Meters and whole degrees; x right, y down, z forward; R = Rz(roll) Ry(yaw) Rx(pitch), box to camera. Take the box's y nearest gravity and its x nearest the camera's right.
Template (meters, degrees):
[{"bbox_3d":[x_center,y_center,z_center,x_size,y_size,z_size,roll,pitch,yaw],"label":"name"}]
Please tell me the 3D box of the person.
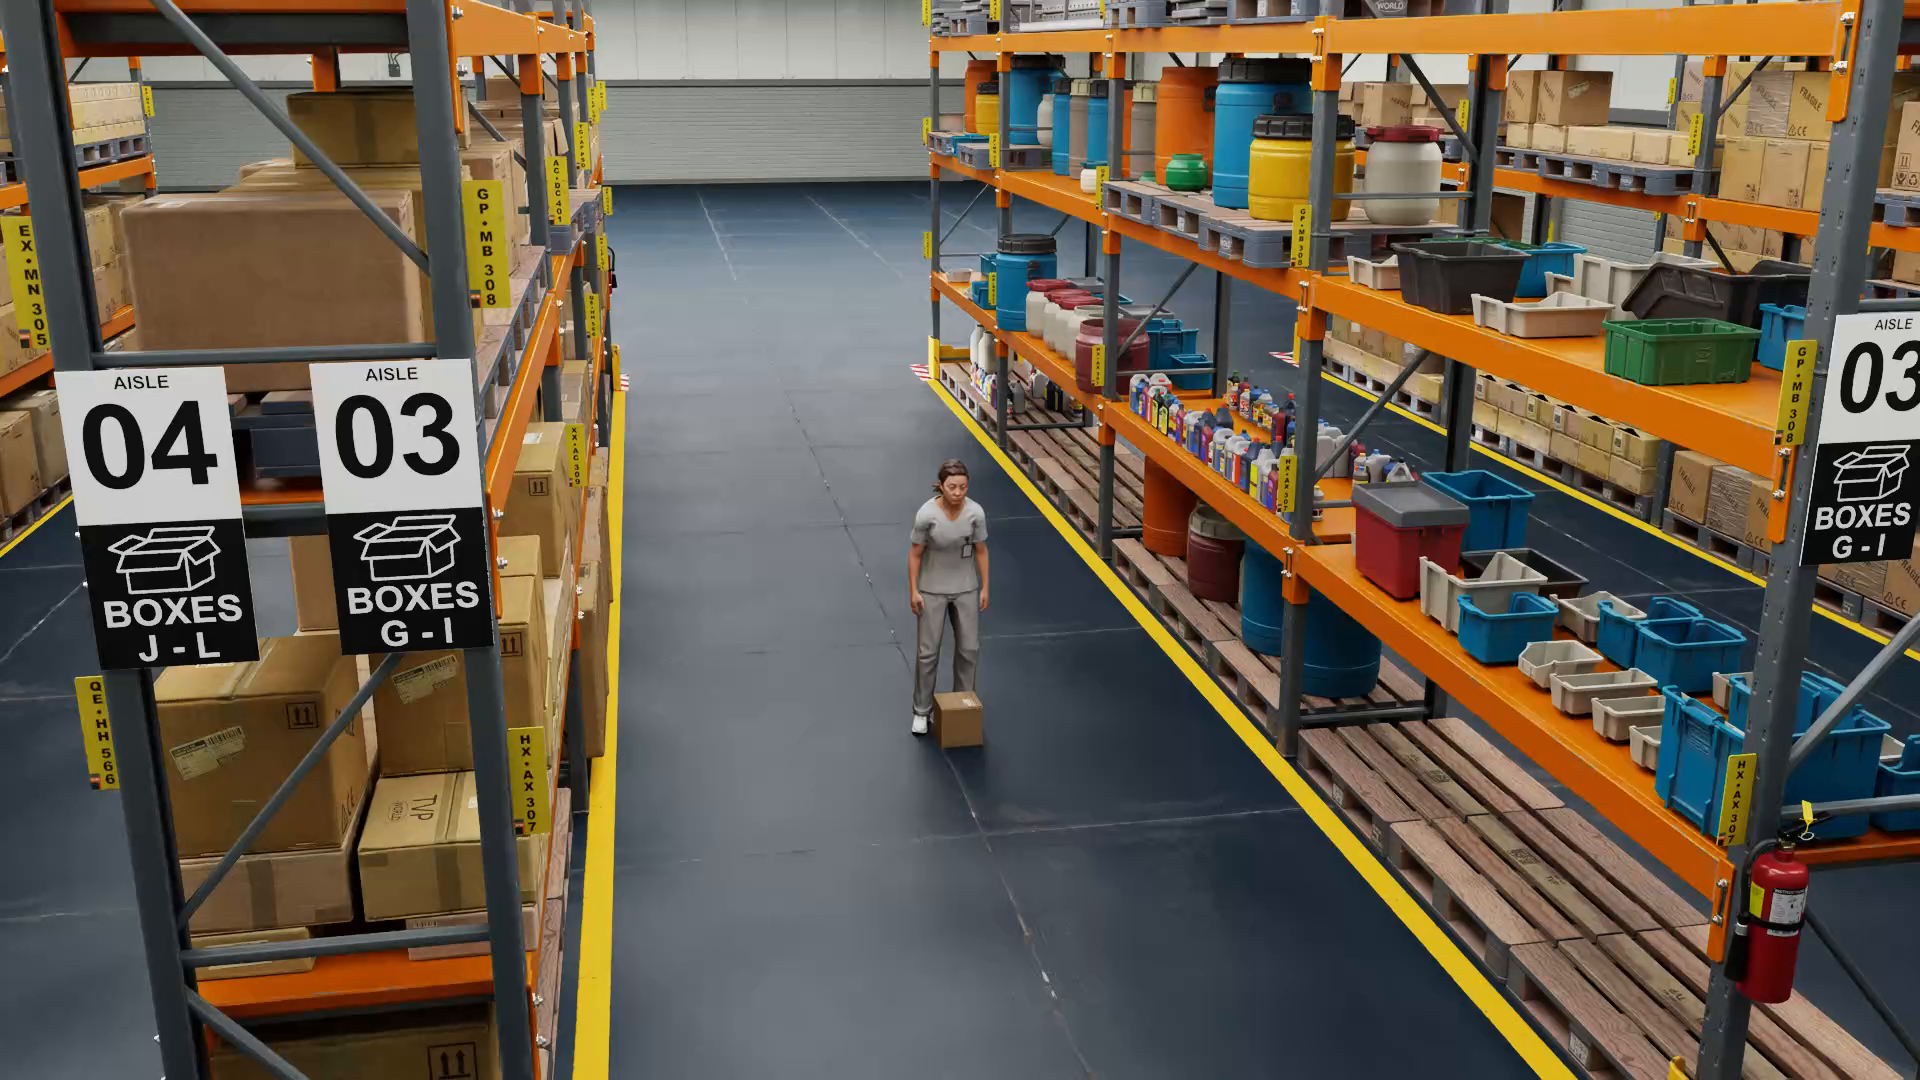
[{"bbox_3d":[-0.067,0.320,9.955,0.500,1.672,0.350,-3,17,-11],"label":"person"}]
